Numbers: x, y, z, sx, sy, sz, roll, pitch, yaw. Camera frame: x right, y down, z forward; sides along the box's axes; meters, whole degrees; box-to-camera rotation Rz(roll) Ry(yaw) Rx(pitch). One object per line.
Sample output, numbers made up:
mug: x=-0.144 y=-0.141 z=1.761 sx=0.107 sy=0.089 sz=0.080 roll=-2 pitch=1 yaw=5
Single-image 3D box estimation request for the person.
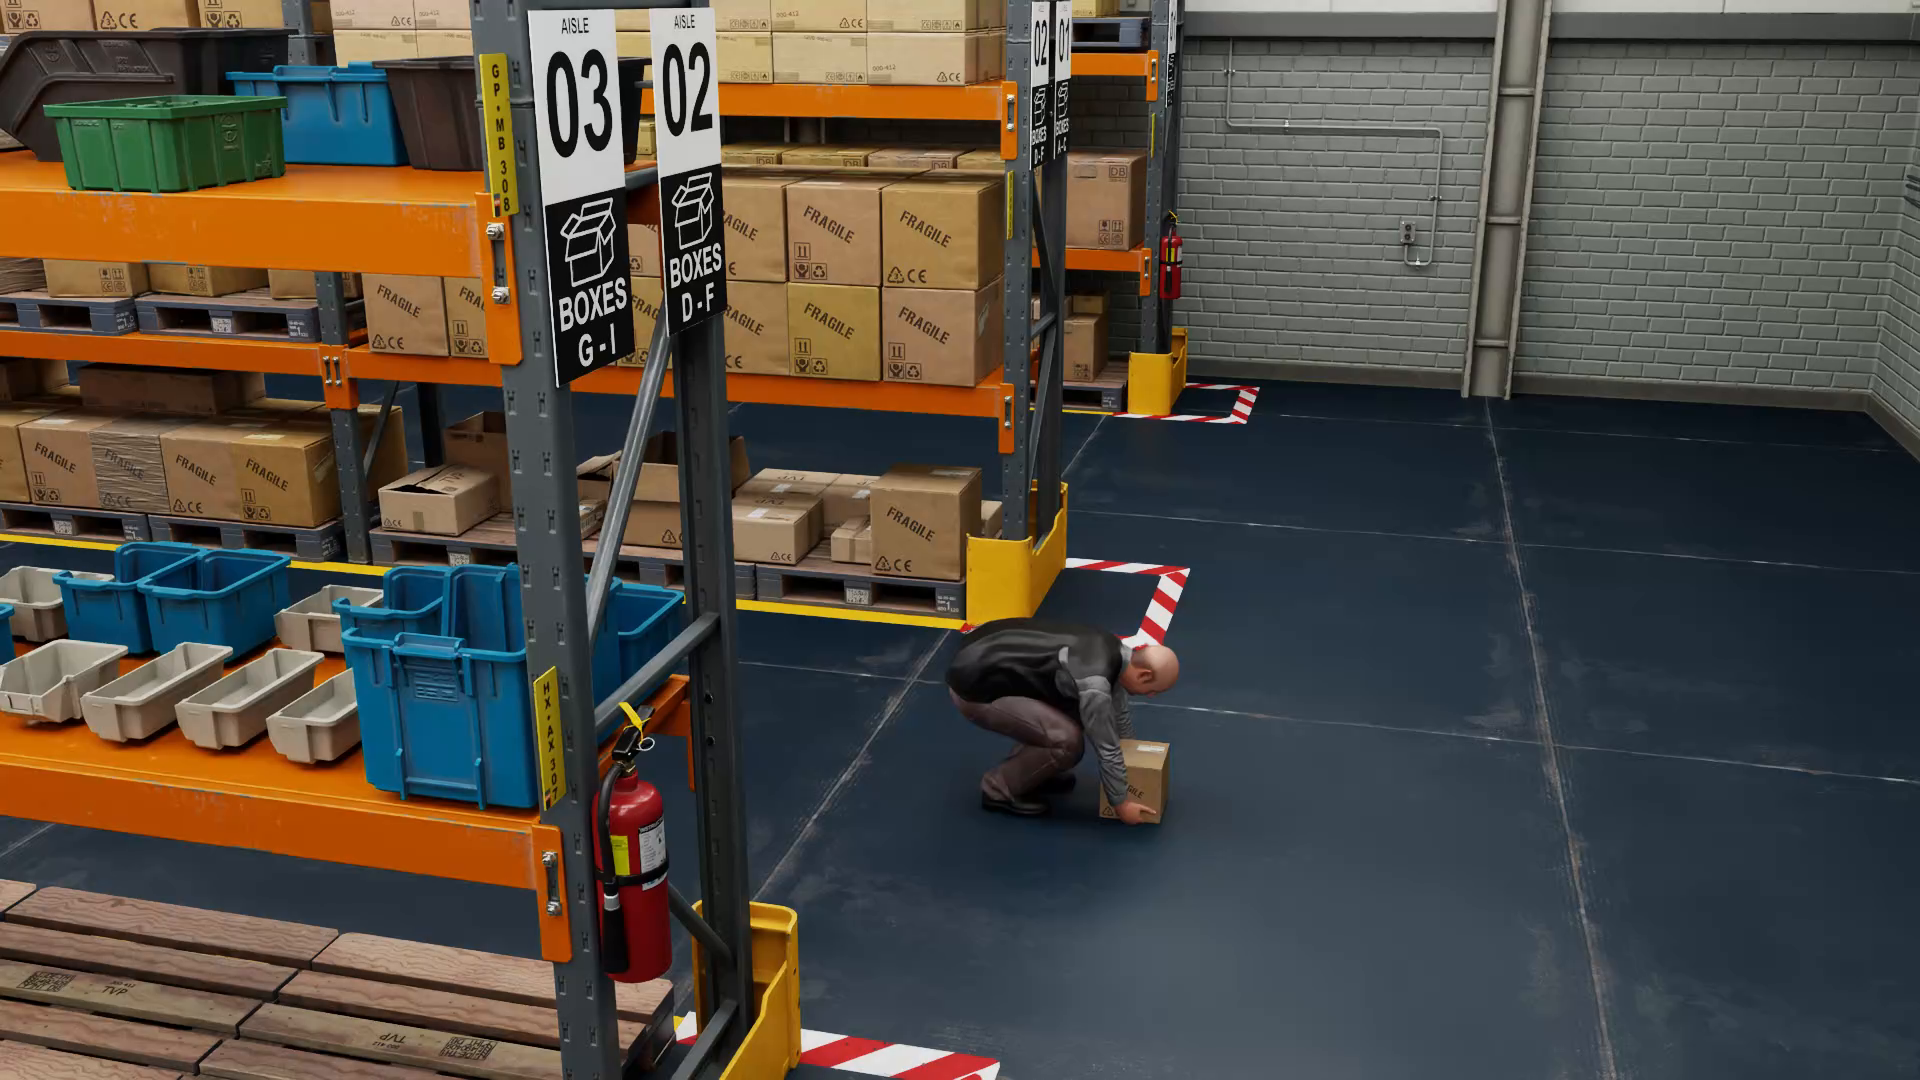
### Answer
person: x=0.421 y=0.724 z=6.900 sx=0.948 sy=0.815 sz=0.500 roll=4 pitch=19 yaw=12
